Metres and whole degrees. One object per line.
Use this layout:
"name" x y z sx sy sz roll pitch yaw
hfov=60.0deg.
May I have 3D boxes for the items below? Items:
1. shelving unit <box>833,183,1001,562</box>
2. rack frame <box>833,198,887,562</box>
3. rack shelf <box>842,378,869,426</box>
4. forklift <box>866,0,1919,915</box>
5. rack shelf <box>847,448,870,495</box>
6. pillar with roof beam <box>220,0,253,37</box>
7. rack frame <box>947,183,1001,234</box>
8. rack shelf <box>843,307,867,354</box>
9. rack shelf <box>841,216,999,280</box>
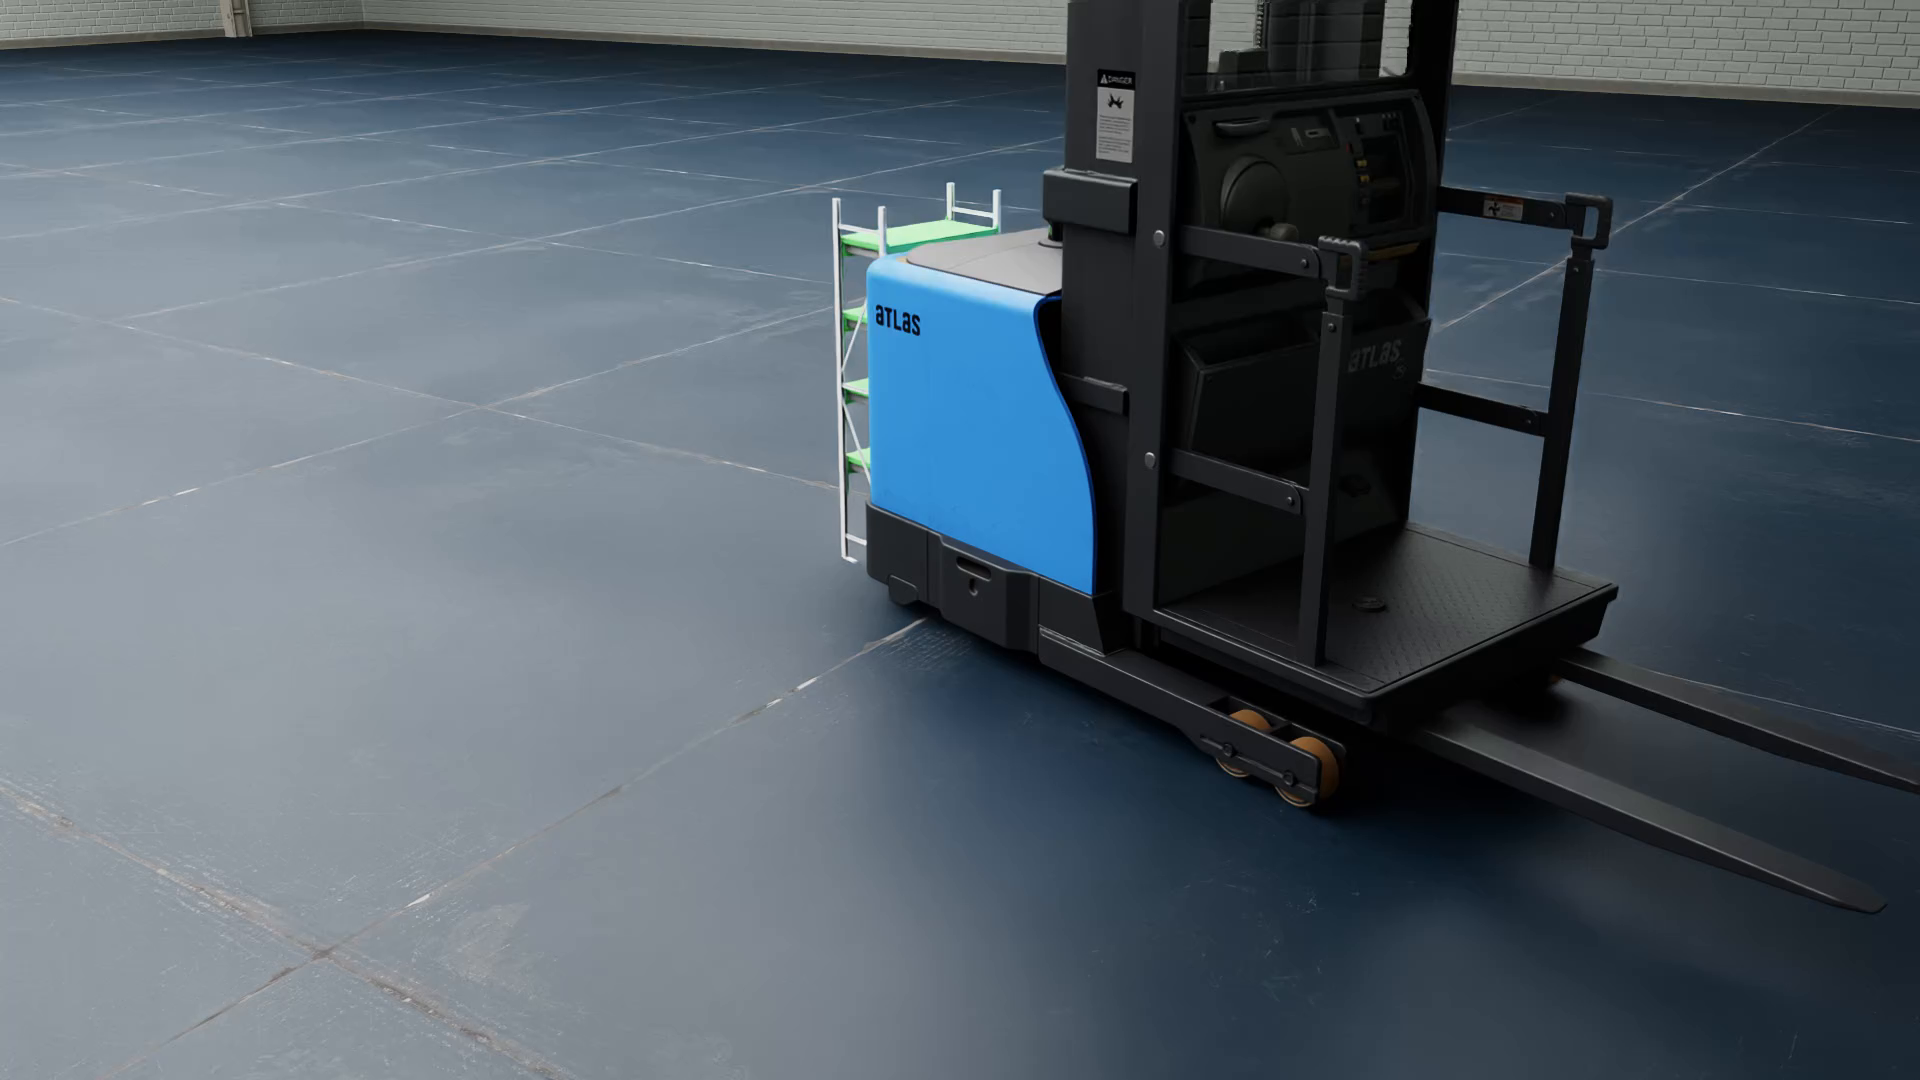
"shelving unit" -0.132 -0.531 5.472 0.503 1.200 0.258 -18 27 -40
"rack frame" -0.310 -0.473 5.315 0.015 1.200 0.240 -18 27 -40
"rack shelf" -0.132 -0.471 5.494 0.480 0.148 0.258 -18 27 -40
"forklift" 1.036 -0.927 4.045 1.130 2.935 3.031 -16 26 -37
"rack shelf" -0.132 -0.246 5.577 0.480 0.148 0.258 -18 27 -40
"pillar with roof beam" -10.234 -13.013 27.974 9.100 9.000 0.400 13 24 32
"rack frame" 0.045 -0.589 5.629 0.015 1.200 0.240 -18 27 -40
"rack shelf" -0.132 -0.697 5.411 0.480 0.148 0.258 -18 27 -40
"rack shelf" -0.132 -0.922 5.328 0.480 0.148 0.258 -18 27 -40
